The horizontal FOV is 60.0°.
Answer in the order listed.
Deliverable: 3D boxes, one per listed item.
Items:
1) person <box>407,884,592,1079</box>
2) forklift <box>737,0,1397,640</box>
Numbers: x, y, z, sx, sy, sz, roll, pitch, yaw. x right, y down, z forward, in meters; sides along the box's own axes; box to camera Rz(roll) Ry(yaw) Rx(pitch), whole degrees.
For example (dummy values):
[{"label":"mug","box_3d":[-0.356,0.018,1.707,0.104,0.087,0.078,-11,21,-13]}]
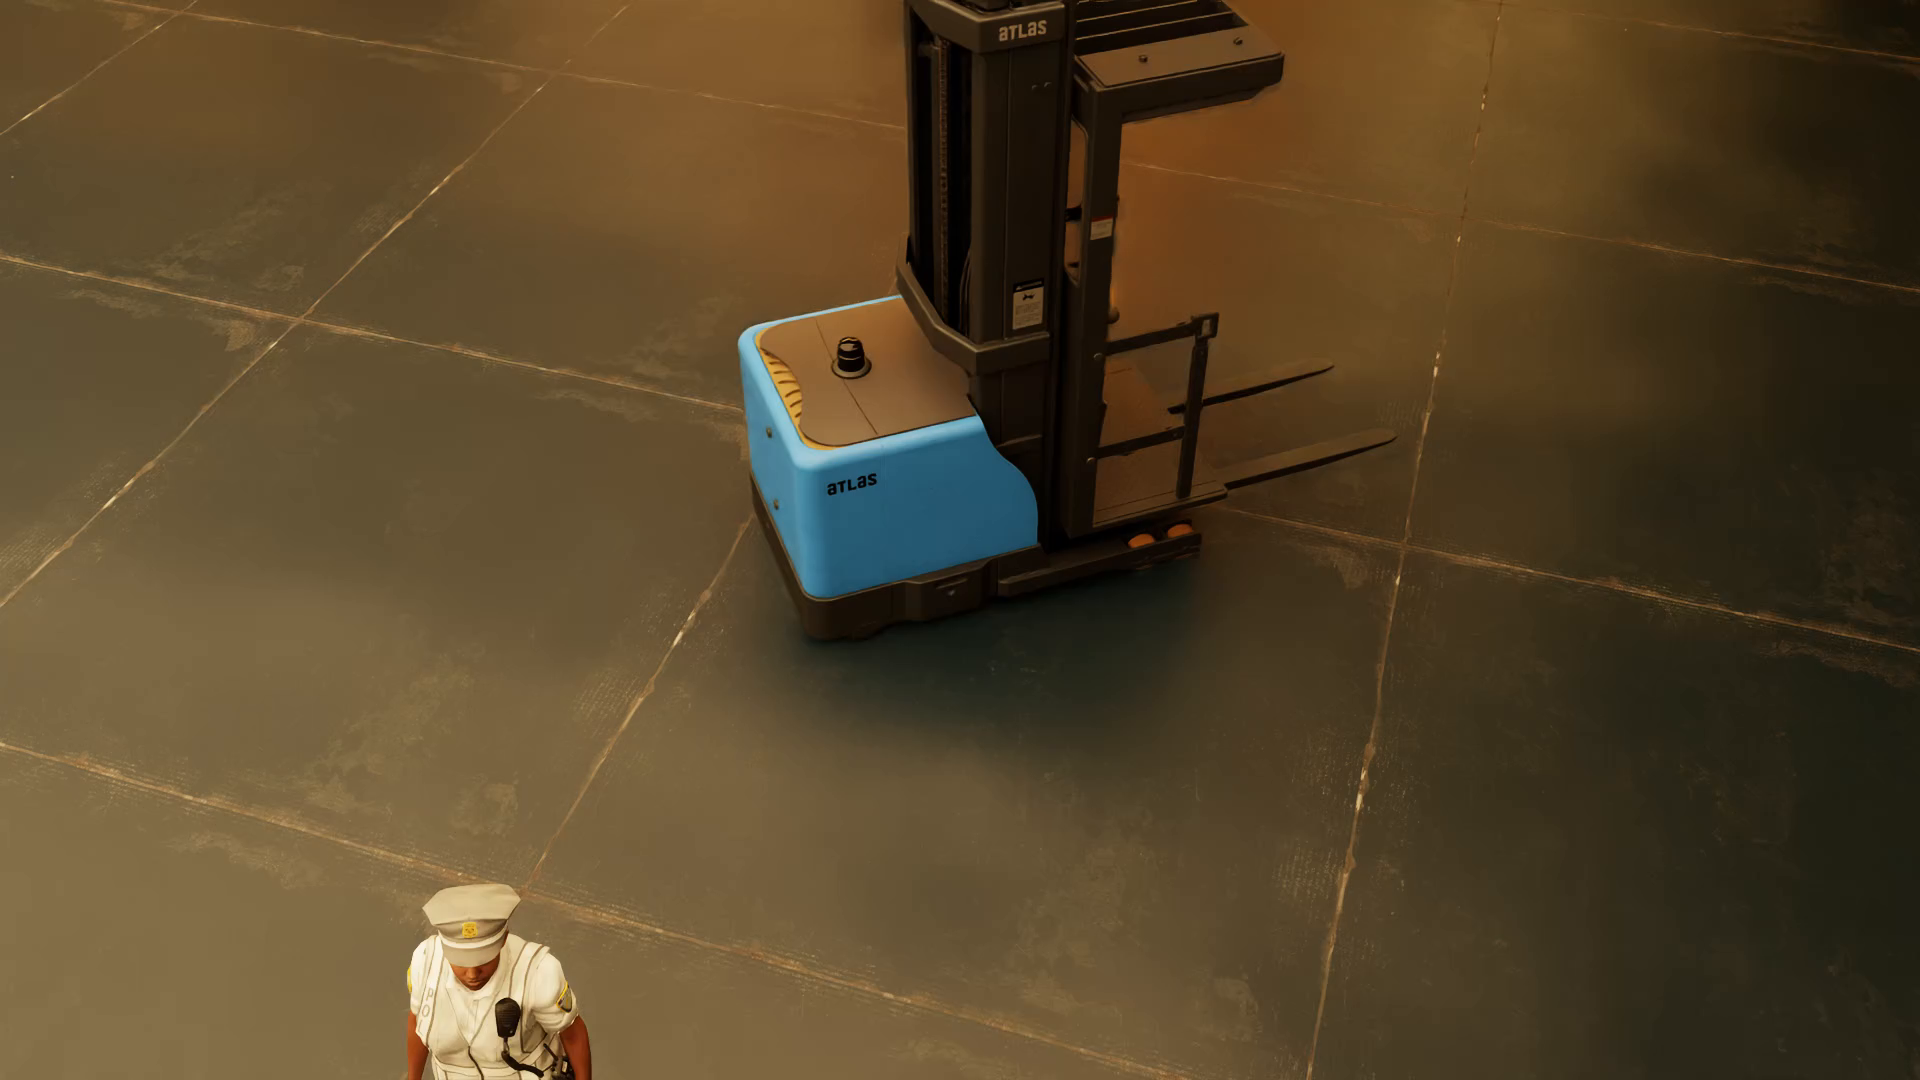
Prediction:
[{"label":"person","box_3d":[-1.355,1.631,4.833,0.569,1.694,0.530,2,43,2]},{"label":"forklift","box_3d":[0.586,-1.260,7.044,3.031,2.935,1.130,-14,45,-15]}]
